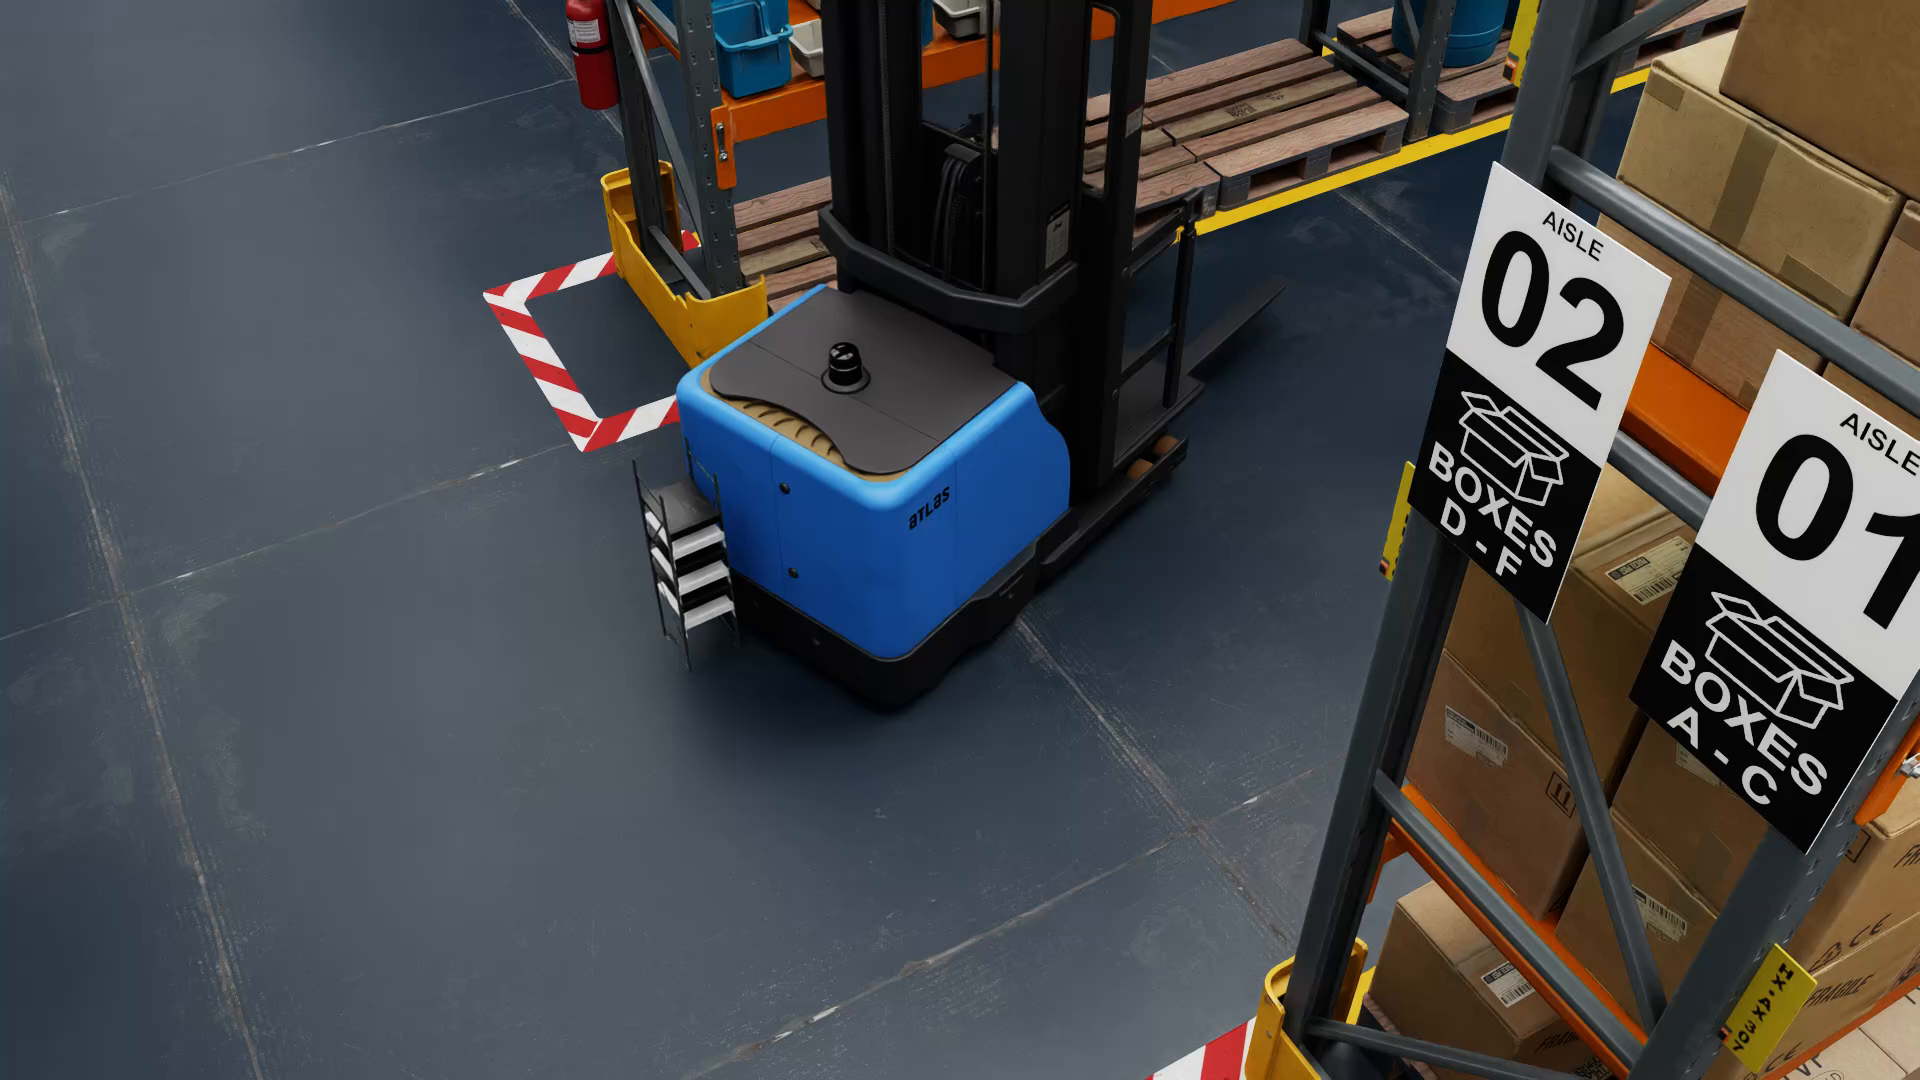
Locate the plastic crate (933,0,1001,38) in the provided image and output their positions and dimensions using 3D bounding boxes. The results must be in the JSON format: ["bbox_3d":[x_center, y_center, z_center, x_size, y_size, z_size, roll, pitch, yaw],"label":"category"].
[{"bbox_3d":[0.039,-2.251,7.062,0.298,0.136,0.250,-22,48,-21],"label":"plastic crate"}]

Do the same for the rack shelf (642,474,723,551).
[{"bbox_3d":[-0.984,-0.100,5.867,0.200,0.077,0.258,-24,49,-23],"label":"rack shelf"}]

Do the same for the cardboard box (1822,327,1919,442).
[{"bbox_3d":[1.790,-0.195,2.751,0.500,0.250,0.500,-22,48,-21],"label":"cardboard box"}]

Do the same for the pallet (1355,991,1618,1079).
[{"bbox_3d":[1.975,1.549,5.002,1.213,0.211,1.003,-22,48,-21],"label":"pallet"}]

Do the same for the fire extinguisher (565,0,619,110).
[{"bbox_3d":[-1.604,-2.201,7.187,0.183,0.674,0.296,-22,48,-21],"label":"fire extinguisher"}]

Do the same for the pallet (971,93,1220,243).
[{"bbox_3d":[0.544,-1.823,8.477,1.213,0.211,1.003,-22,48,-21],"label":"pallet"}]

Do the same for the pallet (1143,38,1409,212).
[{"bbox_3d":[1.603,-2.249,8.916,1.213,0.211,1.003,-22,48,-21],"label":"pallet"}]

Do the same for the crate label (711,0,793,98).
[{"bbox_3d":[-0.868,-1.989,6.722,0.303,0.233,0.416,-22,48,-21],"label":"crate label"}]

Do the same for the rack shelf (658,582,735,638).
[{"bbox_3d":[-0.984,0.222,6.180,0.200,0.077,0.258,-24,49,-23],"label":"rack shelf"}]

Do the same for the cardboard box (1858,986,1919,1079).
[{"bbox_3d":[2.698,1.317,4.898,0.500,0.250,0.500,-22,48,-21],"label":"cardboard box"}]

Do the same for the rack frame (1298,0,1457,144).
[{"bbox_3d":[2.222,-3.528,8.232,0.127,3.000,1.000,-22,48,-21],"label":"rack frame"}]

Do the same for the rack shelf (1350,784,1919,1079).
[{"bbox_3d":[2.952,0.416,4.684,4.000,0.370,1.077,-22,48,-21],"label":"rack shelf"}]

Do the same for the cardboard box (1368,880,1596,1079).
[{"bbox_3d":[1.567,1.254,4.783,0.500,0.500,0.500,-22,48,-21],"label":"cardboard box"}]

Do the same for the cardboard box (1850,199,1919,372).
[{"bbox_3d":[1.793,-0.371,2.573,0.500,0.250,0.500,-22,48,-21],"label":"cardboard box"}]

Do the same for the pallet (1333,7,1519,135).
[{"bbox_3d":[2.912,-2.770,9.453,1.213,0.211,1.003,-22,48,-21],"label":"pallet"}]

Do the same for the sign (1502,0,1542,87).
[{"bbox_3d":[0.959,-0.884,2.718,0.005,0.325,0.100,-22,48,-21],"label":"sign"}]

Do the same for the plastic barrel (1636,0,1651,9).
[{"bbox_3d":[3.850,-3.352,9.535,0.421,0.512,0.421,0,44,0],"label":"plastic barrel"}]

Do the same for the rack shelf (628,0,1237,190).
[{"bbox_3d":[0.488,-2.576,7.767,4.000,0.370,1.077,-22,48,-21],"label":"rack shelf"}]

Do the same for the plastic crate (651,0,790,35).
[{"bbox_3d":[-1.049,-2.403,7.004,0.499,0.435,0.616,-22,48,-21],"label":"plastic crate"}]

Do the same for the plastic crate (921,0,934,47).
[{"bbox_3d":[-0.298,-2.217,6.958,0.300,0.233,0.416,-22,48,-21],"label":"plastic crate"}]

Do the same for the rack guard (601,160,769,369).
[{"bbox_3d":[-1.261,-1.227,7.655,0.348,0.500,1.175,-22,48,-21],"label":"rack guard"}]

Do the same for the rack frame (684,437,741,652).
[{"bbox_3d":[-0.899,0.031,6.071,0.006,0.900,0.240,-24,49,-23],"label":"rack frame"}]

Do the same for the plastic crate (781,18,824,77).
[{"bbox_3d":[-0.549,-2.015,6.819,0.298,0.136,0.250,-22,48,-21],"label":"plastic crate"}]

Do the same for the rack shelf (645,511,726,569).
[{"bbox_3d":[-0.984,-0.036,5.929,0.200,0.077,0.258,-24,49,-23],"label":"rack shelf"}]

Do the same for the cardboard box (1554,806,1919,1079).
[{"bbox_3d":[1.734,0.822,3.678,0.500,0.500,0.500,-21,48,-20],"label":"cardboard box"}]

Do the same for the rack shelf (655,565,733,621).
[{"bbox_3d":[-0.984,0.158,6.118,0.200,0.077,0.258,-24,49,-23],"label":"rack shelf"}]

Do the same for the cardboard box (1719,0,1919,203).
[{"bbox_3d":[1.655,-0.807,2.484,0.500,0.500,0.700,-22,48,-21],"label":"cardboard box"}]

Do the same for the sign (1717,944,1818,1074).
[{"bbox_3d":[1.488,0.869,3.079,0.005,0.325,0.100,-22,48,-21],"label":"sign"}]

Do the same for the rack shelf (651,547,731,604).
[{"bbox_3d":[-0.984,0.093,6.055,0.200,0.077,0.258,-24,49,-23],"label":"rack shelf"}]

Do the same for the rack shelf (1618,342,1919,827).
[{"bbox_3d":[2.952,-0.660,3.639,4.000,0.370,1.077,-22,48,-21],"label":"rack shelf"}]

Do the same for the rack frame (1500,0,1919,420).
[{"bbox_3d":[1.218,-1.301,1.629,0.127,3.000,1.000,-22,48,-21],"label":"rack frame"}]

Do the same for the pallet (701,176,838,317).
[{"bbox_3d":[-0.512,-1.402,8.043,1.213,0.211,1.003,-22,48,-21],"label":"pallet"}]

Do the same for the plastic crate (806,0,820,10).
[{"bbox_3d":[-0.630,-2.459,7.277,0.243,0.136,0.396,-22,48,-21],"label":"plastic crate"}]

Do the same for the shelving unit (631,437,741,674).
[{"bbox_3d":[-0.984,0.069,6.032,0.210,0.900,0.258,-24,49,-23],"label":"shelving unit"}]

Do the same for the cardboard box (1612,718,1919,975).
[{"bbox_3d":[1.734,0.463,3.330,0.500,0.500,0.500,-20,48,-20],"label":"cardboard box"}]

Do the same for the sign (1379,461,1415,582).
[{"bbox_3d":[0.959,-0.019,3.557,0.005,0.325,0.100,-22,48,-21],"label":"sign"}]

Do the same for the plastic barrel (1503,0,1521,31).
[{"bbox_3d":[3.316,-3.350,9.253,0.708,0.901,0.600,-22,48,-21],"label":"plastic barrel"}]

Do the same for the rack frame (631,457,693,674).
[{"bbox_3d":[-1.069,0.108,5.992,0.006,0.900,0.240,-24,49,-23],"label":"rack frame"}]

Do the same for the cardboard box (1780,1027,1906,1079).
[{"bbox_3d":[2.264,1.490,4.719,0.500,0.250,0.500,-22,48,-21],"label":"cardboard box"}]

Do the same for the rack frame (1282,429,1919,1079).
[{"bbox_3d":[1.218,0.852,3.718,0.127,3.000,1.000,-22,48,-21],"label":"rack frame"}]

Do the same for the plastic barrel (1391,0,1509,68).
[{"bbox_3d":[2.702,-3.104,9.000,0.708,0.901,0.600,-22,48,-21],"label":"plastic barrel"}]

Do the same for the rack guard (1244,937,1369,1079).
[{"bbox_3d":[1.284,1.723,4.616,0.348,0.500,1.175,-22,48,-21],"label":"rack guard"}]

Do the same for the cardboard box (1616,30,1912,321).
[{"bbox_3d":[1.536,-0.682,2.894,0.500,0.250,0.500,-22,48,-21],"label":"cardboard box"}]

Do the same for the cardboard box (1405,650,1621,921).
[{"bbox_3d":[1.471,0.497,4.013,0.500,0.500,0.500,-20,48,-20],"label":"cardboard box"}]

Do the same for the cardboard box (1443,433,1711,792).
[{"bbox_3d":[1.467,0.137,3.665,0.500,0.500,0.500,-22,48,-21],"label":"cardboard box"}]

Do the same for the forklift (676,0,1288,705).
[{"bbox_3d":[0.306,-1.420,6.109,1.130,2.935,3.031,29,51,27],"label":"forklift"}]

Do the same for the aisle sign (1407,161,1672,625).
[{"bbox_3d":[1.006,-0.242,2.979,0.004,0.787,0.394,-22,48,-21],"label":"aisle sign"}]

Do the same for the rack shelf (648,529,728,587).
[{"bbox_3d":[-0.984,0.029,5.992,0.200,0.077,0.258,-24,49,-23],"label":"rack shelf"}]

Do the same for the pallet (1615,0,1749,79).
[{"bbox_3d":[3.971,-3.196,9.892,1.213,0.211,1.003,-22,48,-21],"label":"pallet"}]

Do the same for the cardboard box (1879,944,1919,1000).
[{"bbox_3d":[2.179,0.639,3.866,0.500,0.500,0.500,-22,48,-21],"label":"cardboard box"}]

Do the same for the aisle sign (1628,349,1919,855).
[{"bbox_3d":[1.305,0.120,2.606,0.004,0.787,0.394,-22,48,-21],"label":"aisle sign"}]

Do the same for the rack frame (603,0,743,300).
[{"bbox_3d":[-1.247,-2.140,6.802,0.127,3.000,1.000,-22,48,-21],"label":"rack frame"}]

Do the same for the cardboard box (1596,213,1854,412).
[{"bbox_3d":[1.532,-0.508,3.073,0.500,0.250,0.500,-22,48,-21],"label":"cardboard box"}]
